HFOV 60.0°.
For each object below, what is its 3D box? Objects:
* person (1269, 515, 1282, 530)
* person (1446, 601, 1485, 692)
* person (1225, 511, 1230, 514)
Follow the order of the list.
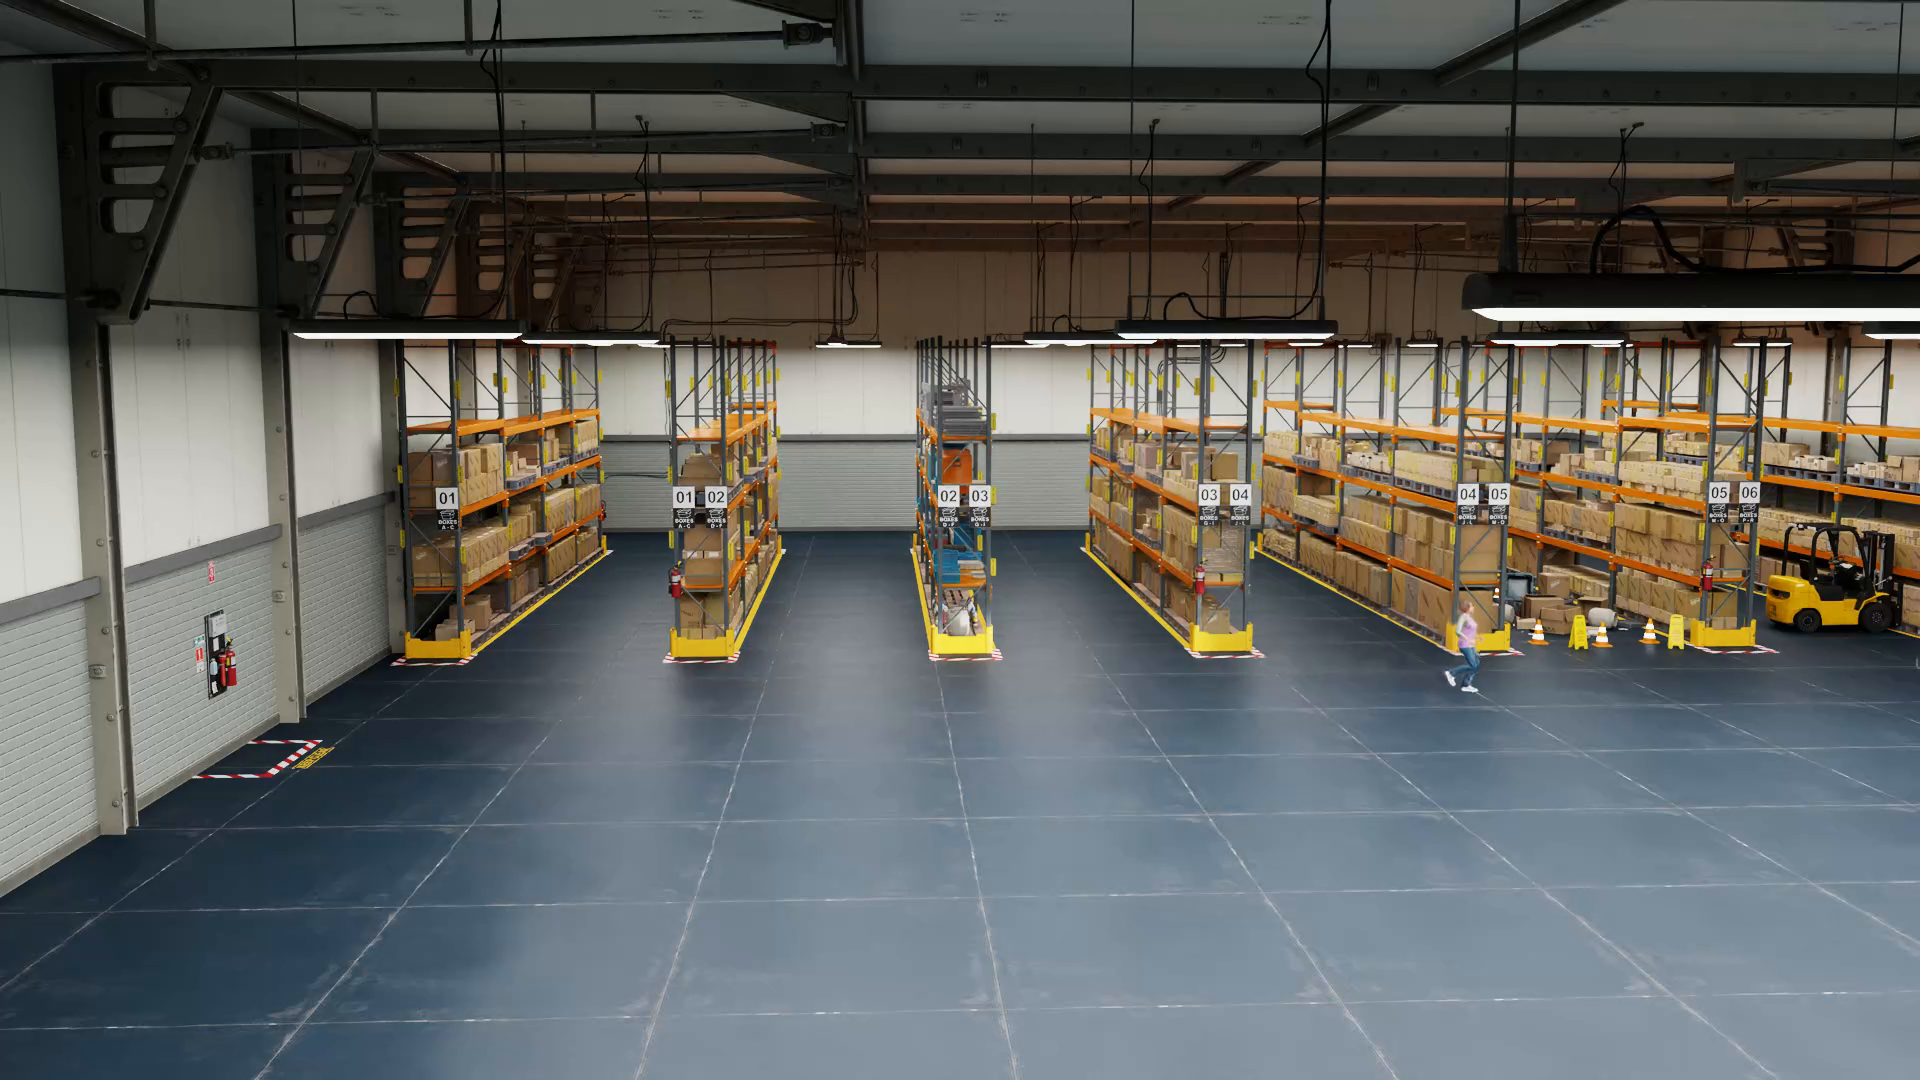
[{"bbox_3d":[9.363,-0.676,49.074,0.850,1.691,0.649,-1,7,-13],"label":"person"},{"bbox_3d":[8.495,1.782,27.965,0.565,1.547,0.538,4,8,32],"label":"person"},{"bbox_3d":[7.812,-0.643,48.709,0.820,1.675,0.680,6,9,44],"label":"person"}]
